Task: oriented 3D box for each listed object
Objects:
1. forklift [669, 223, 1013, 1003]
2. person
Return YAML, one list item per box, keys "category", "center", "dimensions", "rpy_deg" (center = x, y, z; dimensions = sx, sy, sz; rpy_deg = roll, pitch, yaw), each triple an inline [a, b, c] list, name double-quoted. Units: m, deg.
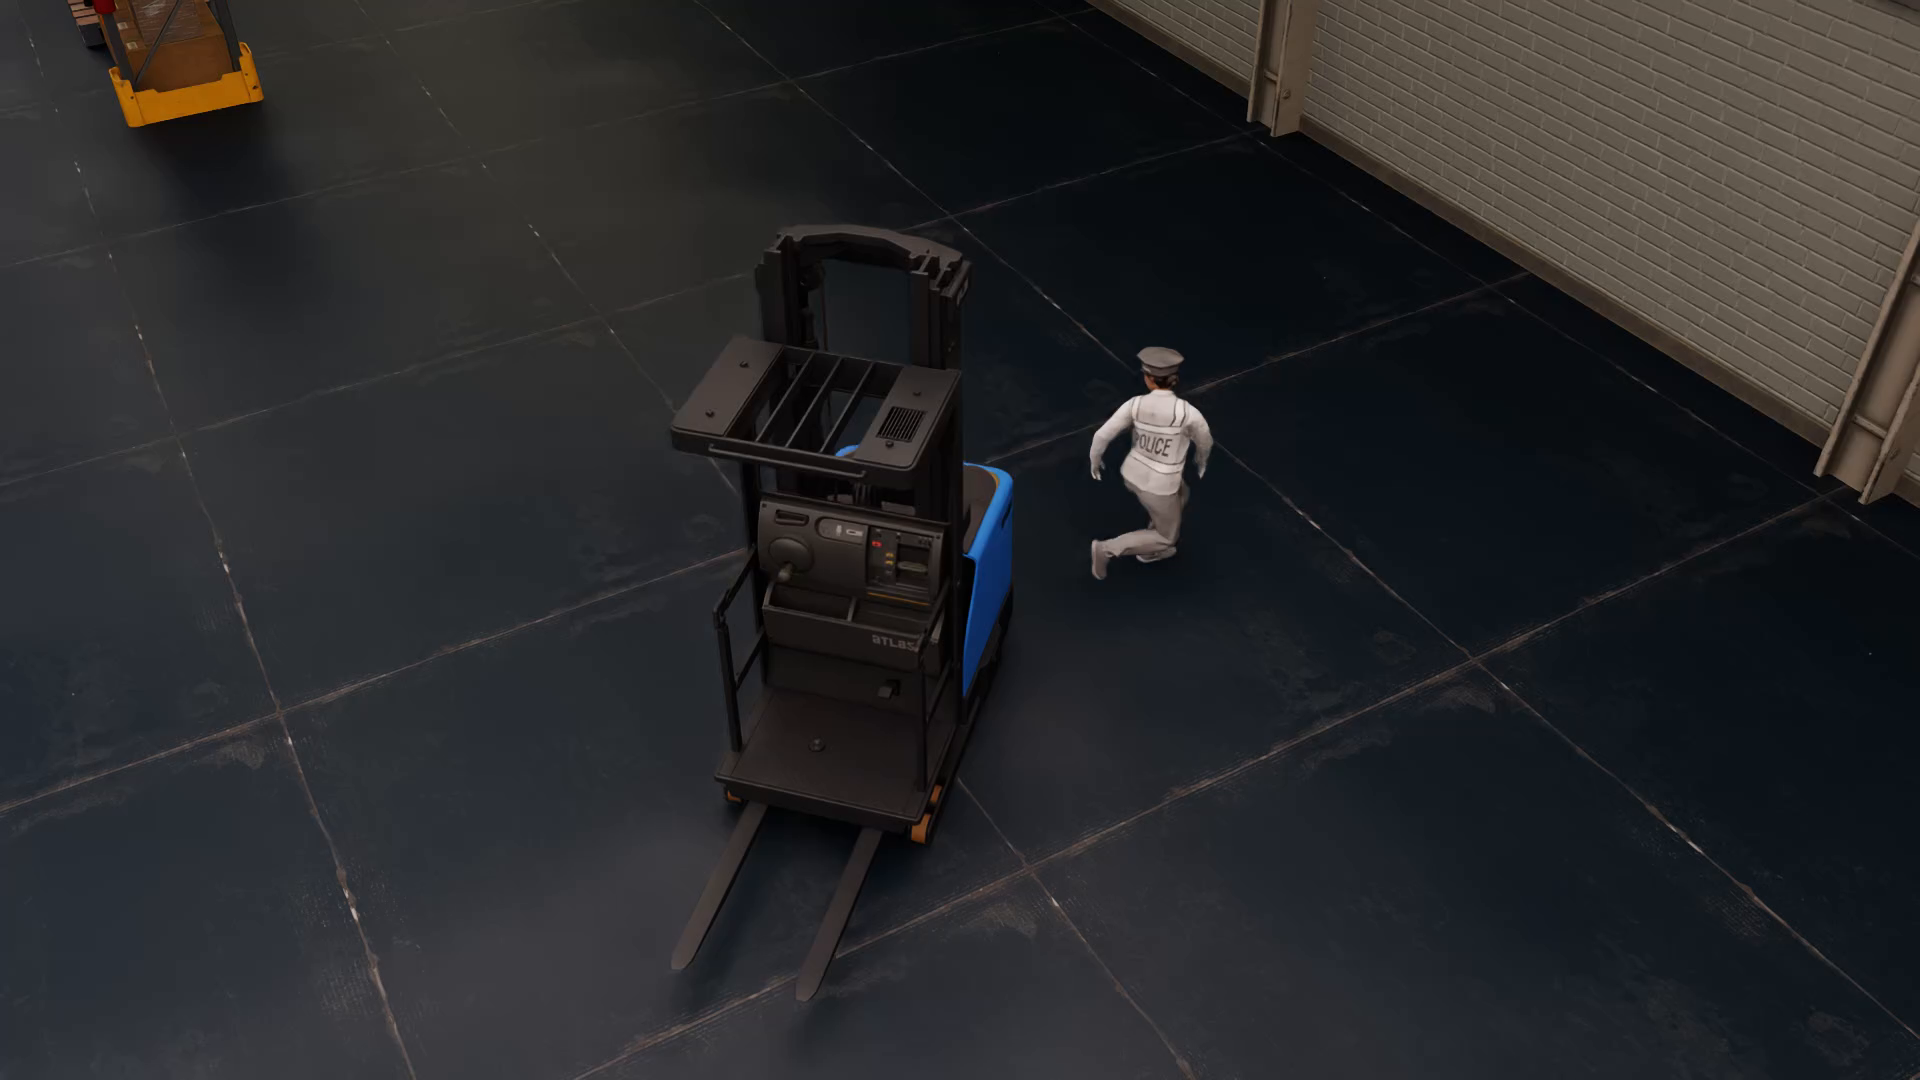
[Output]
- category: "forklift"
  center: [-0.590, 0.134, 7.874]
  dimensions: [1.130, 2.935, 3.031]
  rpy_deg: [10, 41, 12]
- category: "person"
  center: [1.068, -0.428, 9.749]
  dimensions: [0.775, 1.452, 0.573]
  rpy_deg: [-27, 46, -28]
